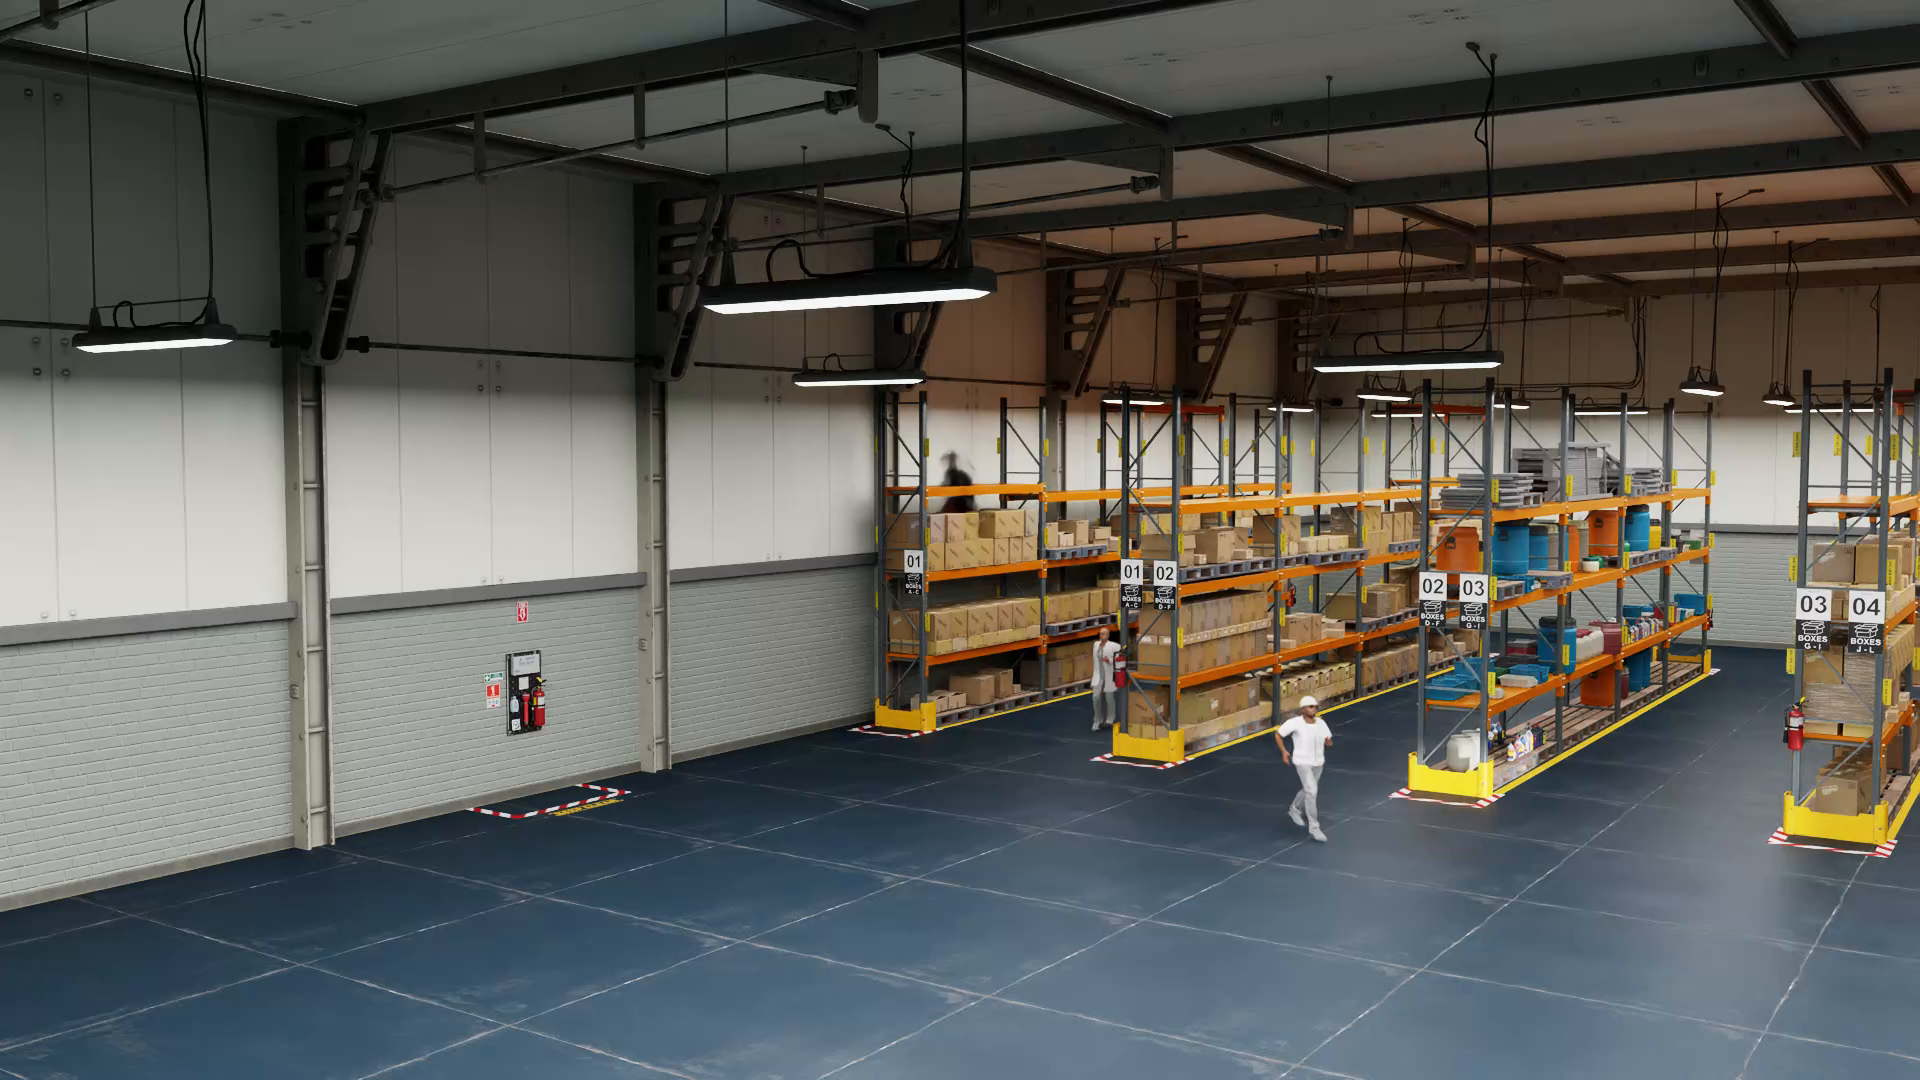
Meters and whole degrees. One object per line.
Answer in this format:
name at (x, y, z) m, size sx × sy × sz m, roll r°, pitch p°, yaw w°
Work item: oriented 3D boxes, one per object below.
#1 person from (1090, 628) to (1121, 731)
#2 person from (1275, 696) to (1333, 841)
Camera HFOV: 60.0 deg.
person at (2.609, 2.488, 29.626) m, size 0.666 × 1.857 × 0.840 m, roll 2°, pitch 4°, yaw 26°
person at (4.504, 2.903, 21.467) m, size 0.688 × 1.788 × 0.903 m, roll -2°, pitch 4°, yaw -27°
